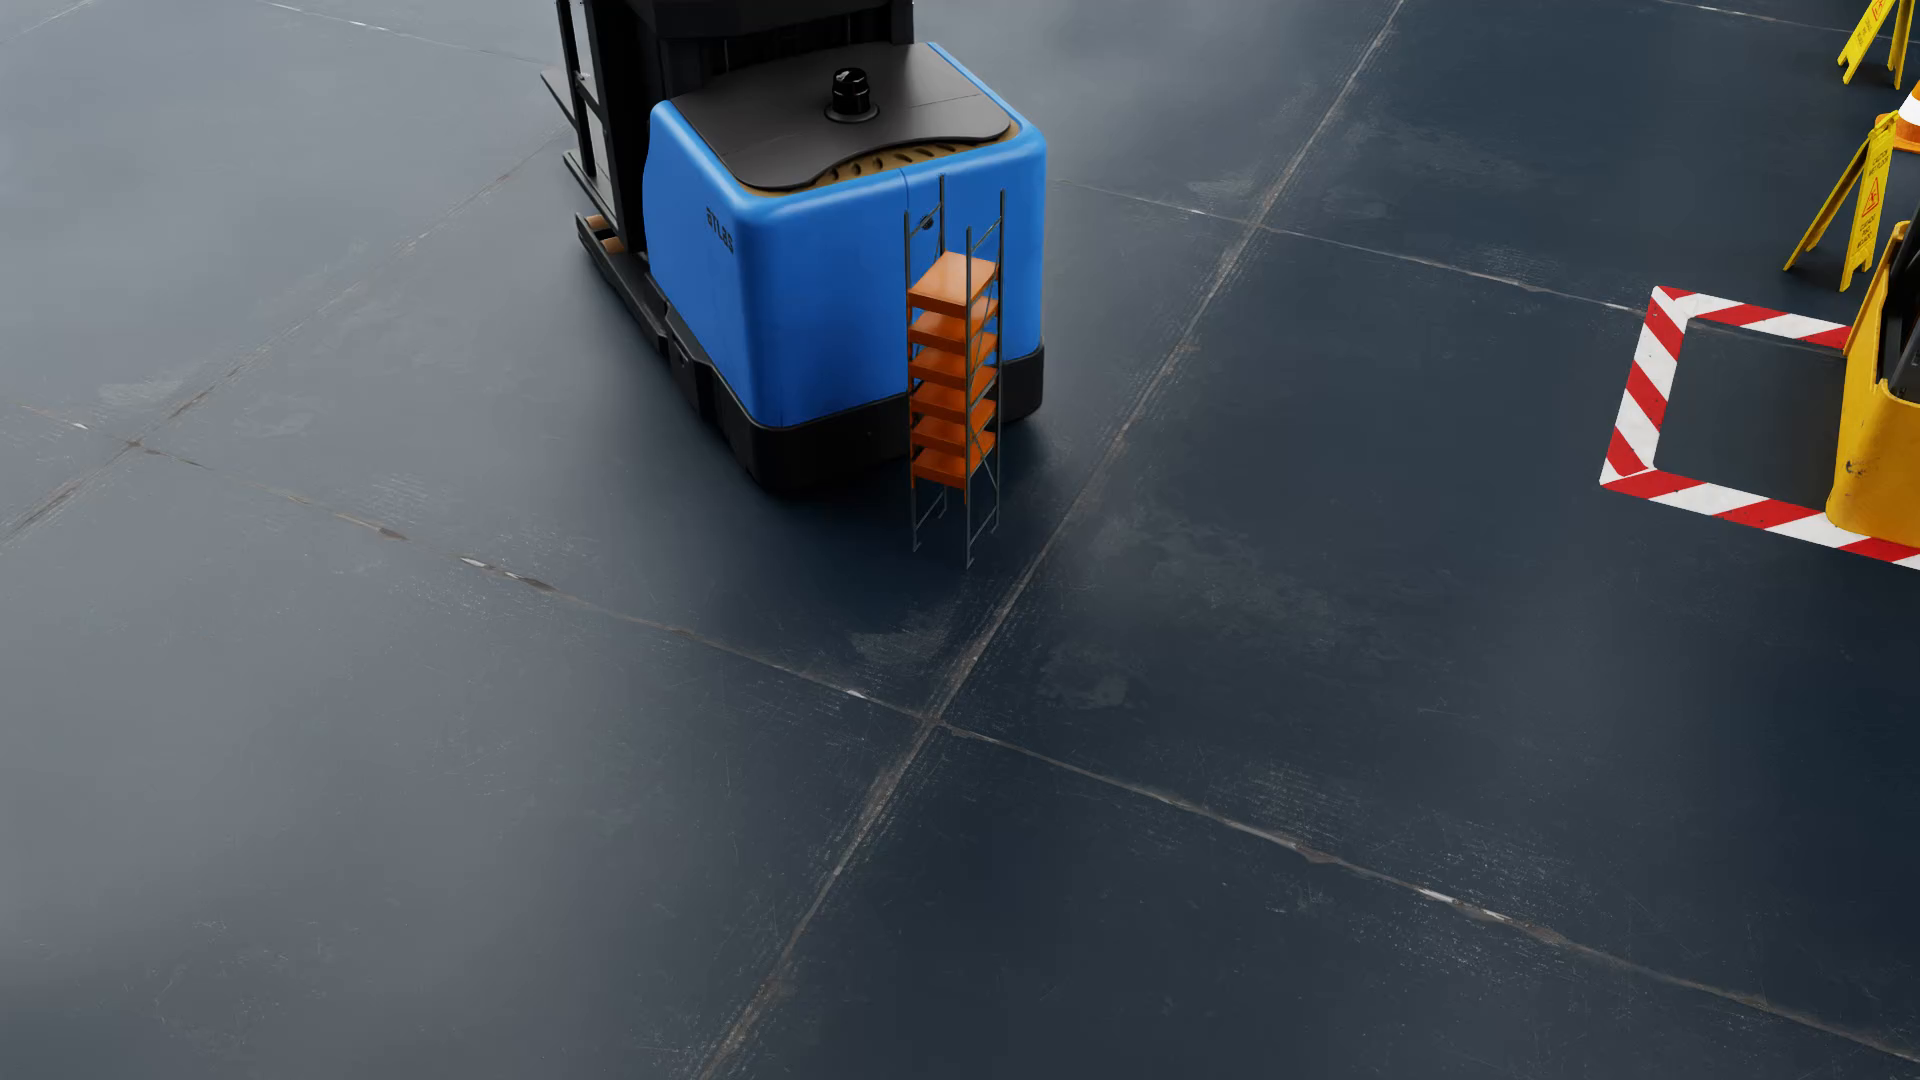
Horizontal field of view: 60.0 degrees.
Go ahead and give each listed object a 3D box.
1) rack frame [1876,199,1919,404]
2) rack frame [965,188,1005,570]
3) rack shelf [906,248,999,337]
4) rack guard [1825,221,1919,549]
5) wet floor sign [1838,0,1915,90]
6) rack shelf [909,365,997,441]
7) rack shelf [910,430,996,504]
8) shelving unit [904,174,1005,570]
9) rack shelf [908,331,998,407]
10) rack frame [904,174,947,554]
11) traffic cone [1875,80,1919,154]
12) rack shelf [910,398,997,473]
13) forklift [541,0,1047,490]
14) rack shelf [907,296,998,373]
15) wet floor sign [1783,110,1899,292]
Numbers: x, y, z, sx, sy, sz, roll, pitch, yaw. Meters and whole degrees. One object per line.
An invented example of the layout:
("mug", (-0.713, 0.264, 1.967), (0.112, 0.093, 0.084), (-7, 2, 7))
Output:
("rack frame", (3.093, -1.502, 4.693), (0.127, 3.000, 1.000), (17, 44, 19))
("rack frame", (0.070, -0.432, 4.832), (0.006, 1.200, 0.240), (17, 44, 19))
("rack shelf", (-0.013, -0.696, 4.655), (0.180, 0.103, 0.258), (17, 44, 19))
("rack guard", (3.161, -0.536, 5.487), (0.348, 0.500, 1.175), (17, 44, 19))
("wet floor sign", (4.230, -2.411, 7.539), (0.232, 0.644, 0.267), (10, 42, 11))
("rack shelf", (-0.013, -0.424, 4.891), (0.180, 0.103, 0.258), (17, 44, 19))
("rack shelf", (-0.013, -0.242, 5.048), (0.180, 0.103, 0.258), (17, 44, 19))
("shelving unit", (-0.013, -0.457, 4.862), (0.189, 1.200, 0.258), (17, 44, 19))
("rack shelf", (-0.013, -0.514, 4.812), (0.180, 0.103, 0.258), (17, 44, 19))
("rack frame", (-0.096, -0.483, 4.891), (0.006, 1.200, 0.240), (17, 44, 19))
("traffic cone", (4.189, -1.943, 7.138), (0.334, 0.463, 0.336), (17, 44, 19))
("rack shelf", (-0.013, -0.333, 4.969), (0.180, 0.103, 0.258), (17, 44, 19))
("forklift", (-0.843, -2.227, 5.581), (1.130, 2.935, 3.031), (-19, 44, -20))
("rack shelf", (-0.013, -0.605, 4.734), (0.180, 0.103, 0.258), (17, 44, 19))
("wet floor sign", (3.373, -1.300, 6.257), (0.267, 0.644, 0.232), (-33, 51, -32))
